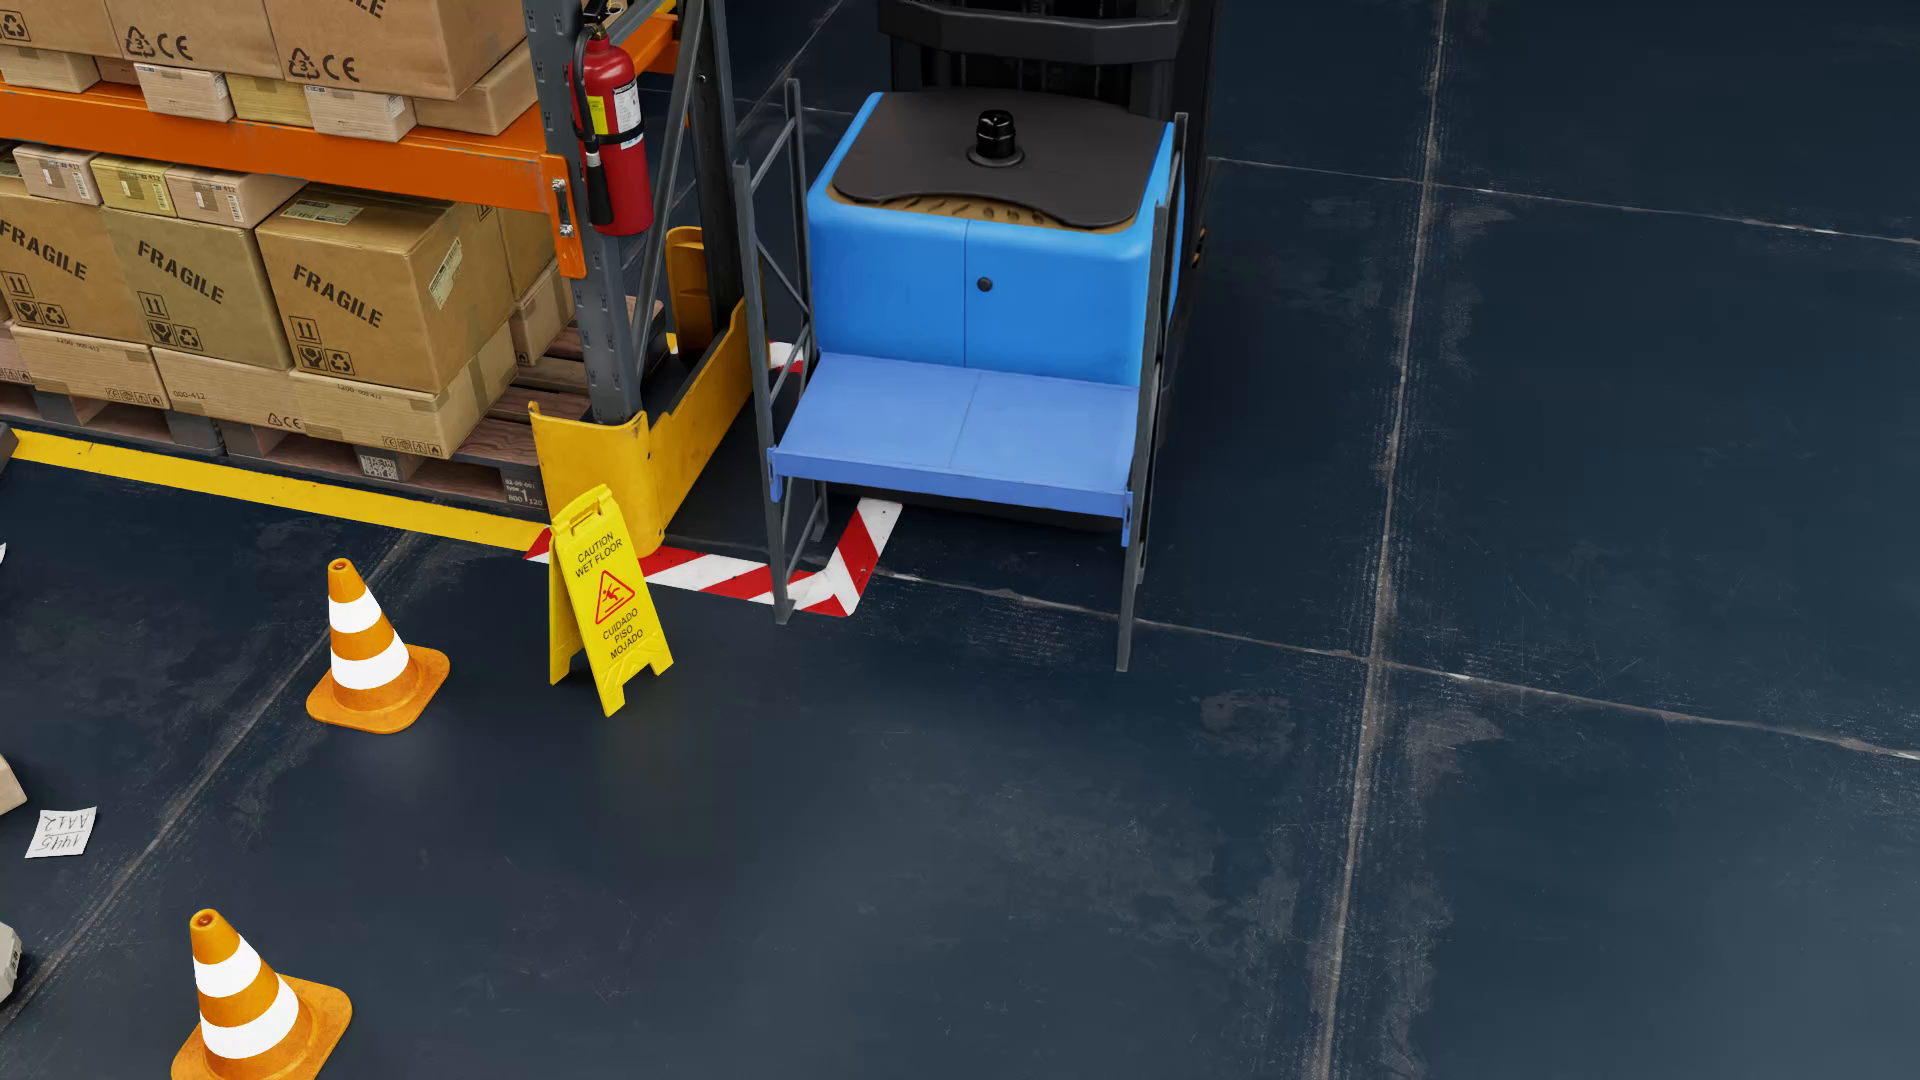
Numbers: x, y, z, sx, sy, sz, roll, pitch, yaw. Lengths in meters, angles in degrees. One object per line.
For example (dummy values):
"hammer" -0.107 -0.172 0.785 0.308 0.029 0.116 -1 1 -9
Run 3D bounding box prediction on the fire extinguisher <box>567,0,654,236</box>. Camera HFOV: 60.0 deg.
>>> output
"fire extinguisher" -0.918 -1.124 4.317 0.183 0.674 0.296 10 41 11

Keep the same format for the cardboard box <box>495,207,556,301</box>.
"cardboard box" -1.640 -1.164 5.532 0.500 0.500 0.500 8 41 10

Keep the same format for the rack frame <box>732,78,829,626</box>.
"rack frame" -0.484 -0.478 4.653 0.032 1.500 0.500 7 41 9

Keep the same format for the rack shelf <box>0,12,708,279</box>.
"rack shelf" -2.841 -1.516 5.283 4.000 0.370 1.077 10 41 11

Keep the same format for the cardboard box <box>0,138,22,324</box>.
"cardboard box" -3.253 -1.085 5.438 0.500 0.500 0.500 12 41 14

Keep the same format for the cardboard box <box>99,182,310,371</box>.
"cardboard box" -2.256 -0.910 5.230 0.500 0.500 0.500 11 41 13

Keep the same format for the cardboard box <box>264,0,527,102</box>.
"cardboard box" -1.505 -1.531 4.431 0.500 0.500 0.500 9 41 11

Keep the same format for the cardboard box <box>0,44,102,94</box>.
"cardboard box" -2.580 -1.462 4.853 0.250 0.149 0.380 9 41 11

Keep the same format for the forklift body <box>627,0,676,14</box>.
"forklift body" -1.933 -3.401 7.627 1.214 2.155 2.313 10 41 11

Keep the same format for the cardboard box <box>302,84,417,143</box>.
"cardboard box" -1.599 -1.266 4.620 0.250 0.149 0.380 9 41 11

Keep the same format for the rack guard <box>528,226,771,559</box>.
"rack guard" -0.983 -0.515 5.474 0.348 0.500 1.175 10 41 11

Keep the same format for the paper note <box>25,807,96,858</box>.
"paper note" -2.337 0.757 4.325 0.142 0.019 0.148 -3 40 -4

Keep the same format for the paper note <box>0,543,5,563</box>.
"paper note" -3.048 0.065 5.149 0.148 0.019 0.142 -3 40 -4

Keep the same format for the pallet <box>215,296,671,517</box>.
"pallet" -1.758 -0.561 5.754 1.213 0.211 1.003 10 41 11

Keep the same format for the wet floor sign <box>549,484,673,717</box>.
"wet floor sign" -1.002 0.138 4.583 0.232 0.644 0.267 24 46 26

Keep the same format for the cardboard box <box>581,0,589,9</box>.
"cardboard box" -1.295 -1.863 4.826 0.500 0.500 0.500 9 41 11

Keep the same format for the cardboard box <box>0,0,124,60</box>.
"cardboard box" -2.470 -1.702 4.635 0.500 0.500 0.500 10 41 11

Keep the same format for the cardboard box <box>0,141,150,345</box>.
"cardboard box" -2.741 -0.999 5.335 0.500 0.500 0.500 9 41 10

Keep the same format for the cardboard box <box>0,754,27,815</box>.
"cardboard box" -2.697 0.669 4.337 0.250 0.149 0.380 33 50 33

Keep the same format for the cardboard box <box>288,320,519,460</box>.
"cardboard box" -1.783 -0.539 5.370 0.500 0.250 0.500 10 41 11

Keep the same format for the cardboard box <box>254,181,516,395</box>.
"cardboard box" -1.751 -0.826 5.129 0.500 0.500 0.500 10 41 12

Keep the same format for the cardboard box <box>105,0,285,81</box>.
"cardboard box" -1.987 -1.617 4.534 0.500 0.500 0.500 10 41 12

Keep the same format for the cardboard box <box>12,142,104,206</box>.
"cardboard box" -2.619 -1.182 5.049 0.250 0.149 0.380 11 41 13

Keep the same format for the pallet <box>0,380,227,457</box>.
"pallet" -2.933 -0.765 5.997 1.213 0.211 1.003 10 41 11

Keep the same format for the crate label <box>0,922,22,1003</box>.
"crate label" -2.392 1.021 3.928 0.298 0.136 0.250 -10 41 -11

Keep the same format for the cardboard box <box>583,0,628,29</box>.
"cardboard box" -1.184 -1.548 4.957 0.250 0.149 0.380 10 41 12

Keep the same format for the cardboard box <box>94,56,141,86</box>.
"cardboard box" -2.309 -1.476 4.870 0.250 0.149 0.380 10 41 12

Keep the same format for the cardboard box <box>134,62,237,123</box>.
"cardboard box" -2.098 -1.346 4.715 0.250 0.149 0.380 10 41 12

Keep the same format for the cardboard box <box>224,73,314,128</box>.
"cardboard box" -1.841 -1.322 4.687 0.250 0.149 0.380 9 41 11

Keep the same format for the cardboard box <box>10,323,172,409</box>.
"cardboard box" -2.765 -0.709 5.573 0.500 0.250 0.500 8 41 10

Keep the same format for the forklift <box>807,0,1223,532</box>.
"forklift" 0.362 -2.102 5.474 1.130 2.935 3.031 9 41 10

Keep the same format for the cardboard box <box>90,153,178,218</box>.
"cardboard box" -2.365 -1.137 4.996 0.250 0.149 0.380 10 41 12

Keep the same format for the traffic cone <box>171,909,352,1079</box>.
"traffic cone" -1.617 0.988 3.714 0.334 0.463 0.336 10 41 11

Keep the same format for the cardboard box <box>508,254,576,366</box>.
"cardboard box" -1.617 -0.873 5.769 0.500 0.250 0.500 9 41 11

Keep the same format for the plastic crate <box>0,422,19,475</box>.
"plastic crate" -3.469 -0.236 5.469 0.583 0.080 0.402 -3 40 -4

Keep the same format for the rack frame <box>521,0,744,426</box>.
"rack frame" -0.909 -1.459 4.655 0.127 3.000 1.000 10 41 11

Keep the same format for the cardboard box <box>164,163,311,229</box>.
"cardboard box" -2.123 -1.093 4.943 0.250 0.149 0.380 11 41 13

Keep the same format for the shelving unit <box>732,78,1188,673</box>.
"shelving unit" 0.014 -0.414 4.577 1.048 1.500 0.538 7 41 9

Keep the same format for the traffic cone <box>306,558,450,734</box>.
"traffic cone" -1.658 0.242 4.602 0.334 0.463 0.336 10 41 11

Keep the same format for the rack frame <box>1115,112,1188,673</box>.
"rack frame" 0.513 -0.350 4.500 0.032 1.500 0.500 7 41 9

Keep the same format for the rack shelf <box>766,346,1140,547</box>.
"rack shelf" 0.014 -0.276 4.692 1.000 0.185 0.538 7 41 9

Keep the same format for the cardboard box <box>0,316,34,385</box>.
"cardboard box" -3.241 -0.798 5.679 0.500 0.250 0.500 9 41 11

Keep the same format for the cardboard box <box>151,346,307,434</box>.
"cardboard box" -2.258 -0.626 5.474 0.500 0.250 0.500 10 41 12

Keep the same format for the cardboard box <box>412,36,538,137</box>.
"cardboard box" -1.326 -1.292 4.652 0.250 0.149 0.380 11 41 13
